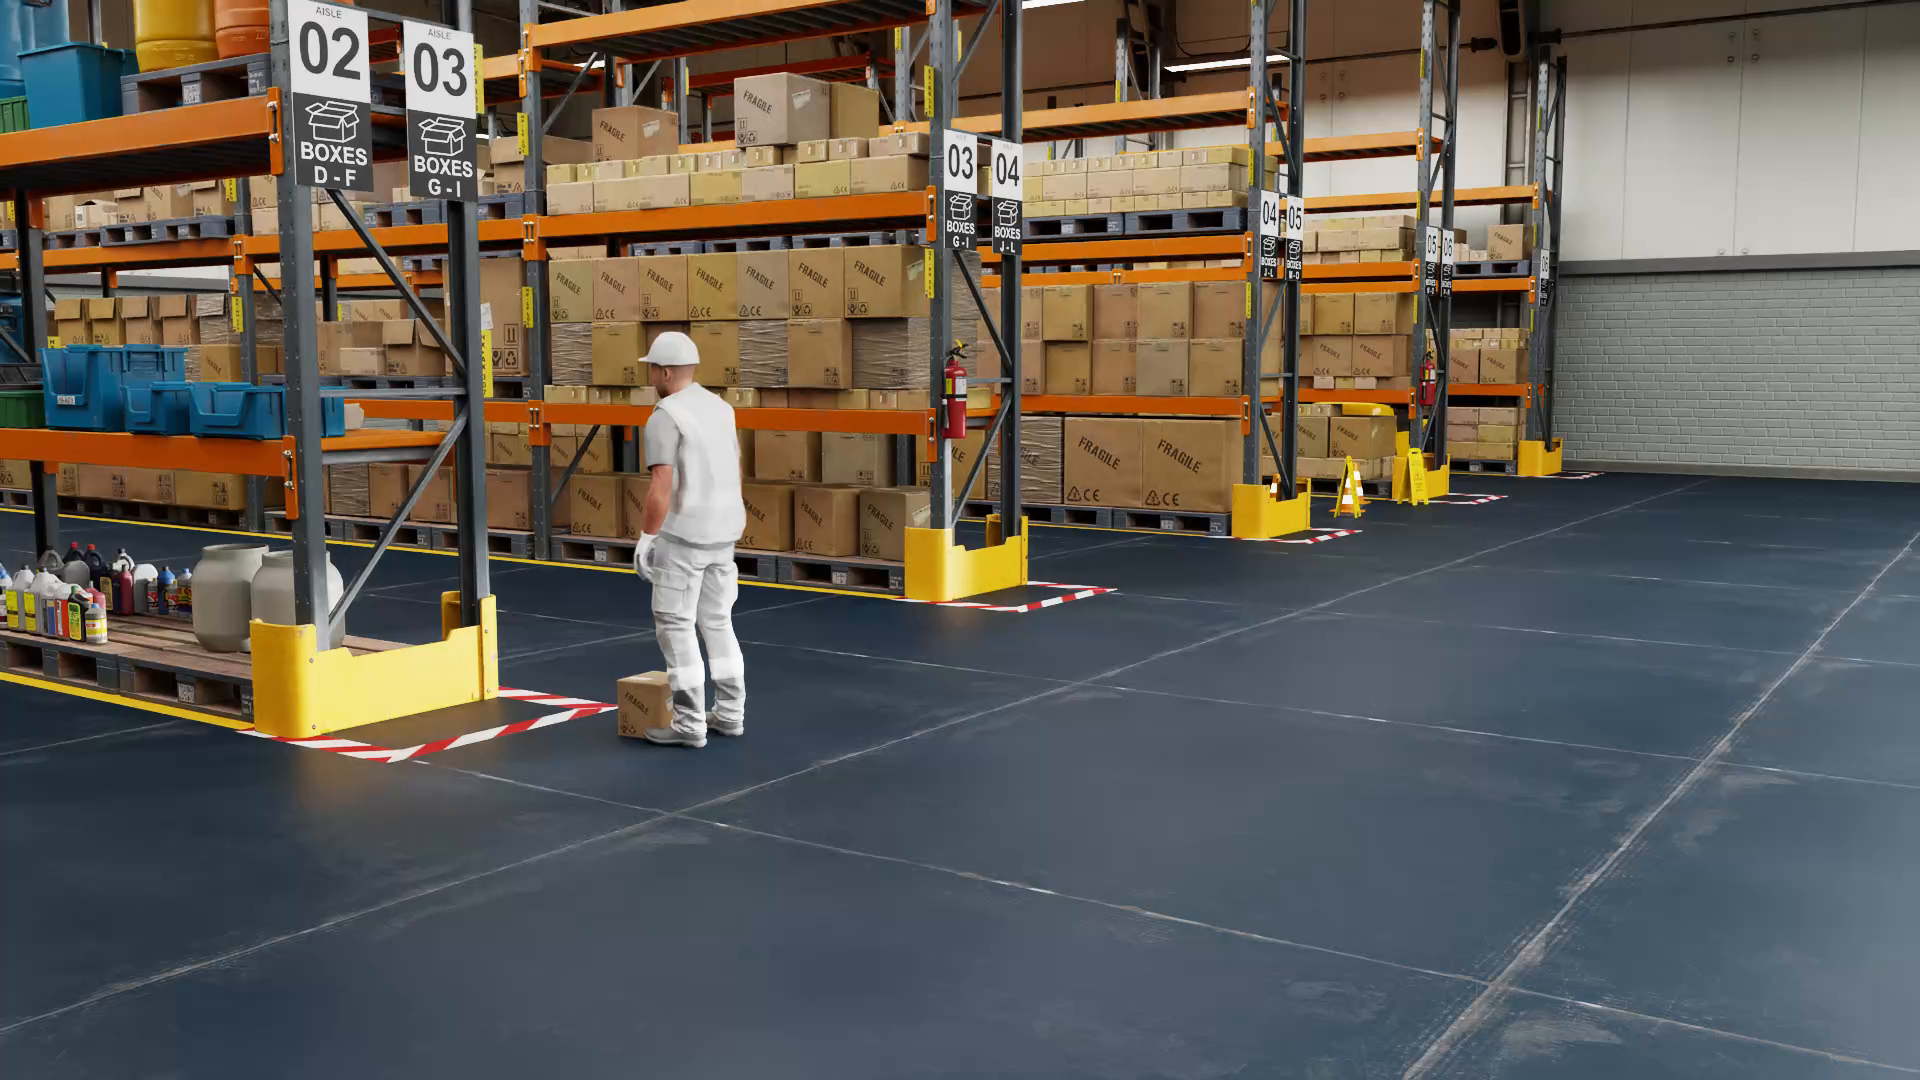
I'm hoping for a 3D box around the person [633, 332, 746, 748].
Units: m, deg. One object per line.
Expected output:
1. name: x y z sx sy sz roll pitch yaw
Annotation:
1. person: -1.169 -0.007 7.205 0.445 1.781 0.616 4 7 31
